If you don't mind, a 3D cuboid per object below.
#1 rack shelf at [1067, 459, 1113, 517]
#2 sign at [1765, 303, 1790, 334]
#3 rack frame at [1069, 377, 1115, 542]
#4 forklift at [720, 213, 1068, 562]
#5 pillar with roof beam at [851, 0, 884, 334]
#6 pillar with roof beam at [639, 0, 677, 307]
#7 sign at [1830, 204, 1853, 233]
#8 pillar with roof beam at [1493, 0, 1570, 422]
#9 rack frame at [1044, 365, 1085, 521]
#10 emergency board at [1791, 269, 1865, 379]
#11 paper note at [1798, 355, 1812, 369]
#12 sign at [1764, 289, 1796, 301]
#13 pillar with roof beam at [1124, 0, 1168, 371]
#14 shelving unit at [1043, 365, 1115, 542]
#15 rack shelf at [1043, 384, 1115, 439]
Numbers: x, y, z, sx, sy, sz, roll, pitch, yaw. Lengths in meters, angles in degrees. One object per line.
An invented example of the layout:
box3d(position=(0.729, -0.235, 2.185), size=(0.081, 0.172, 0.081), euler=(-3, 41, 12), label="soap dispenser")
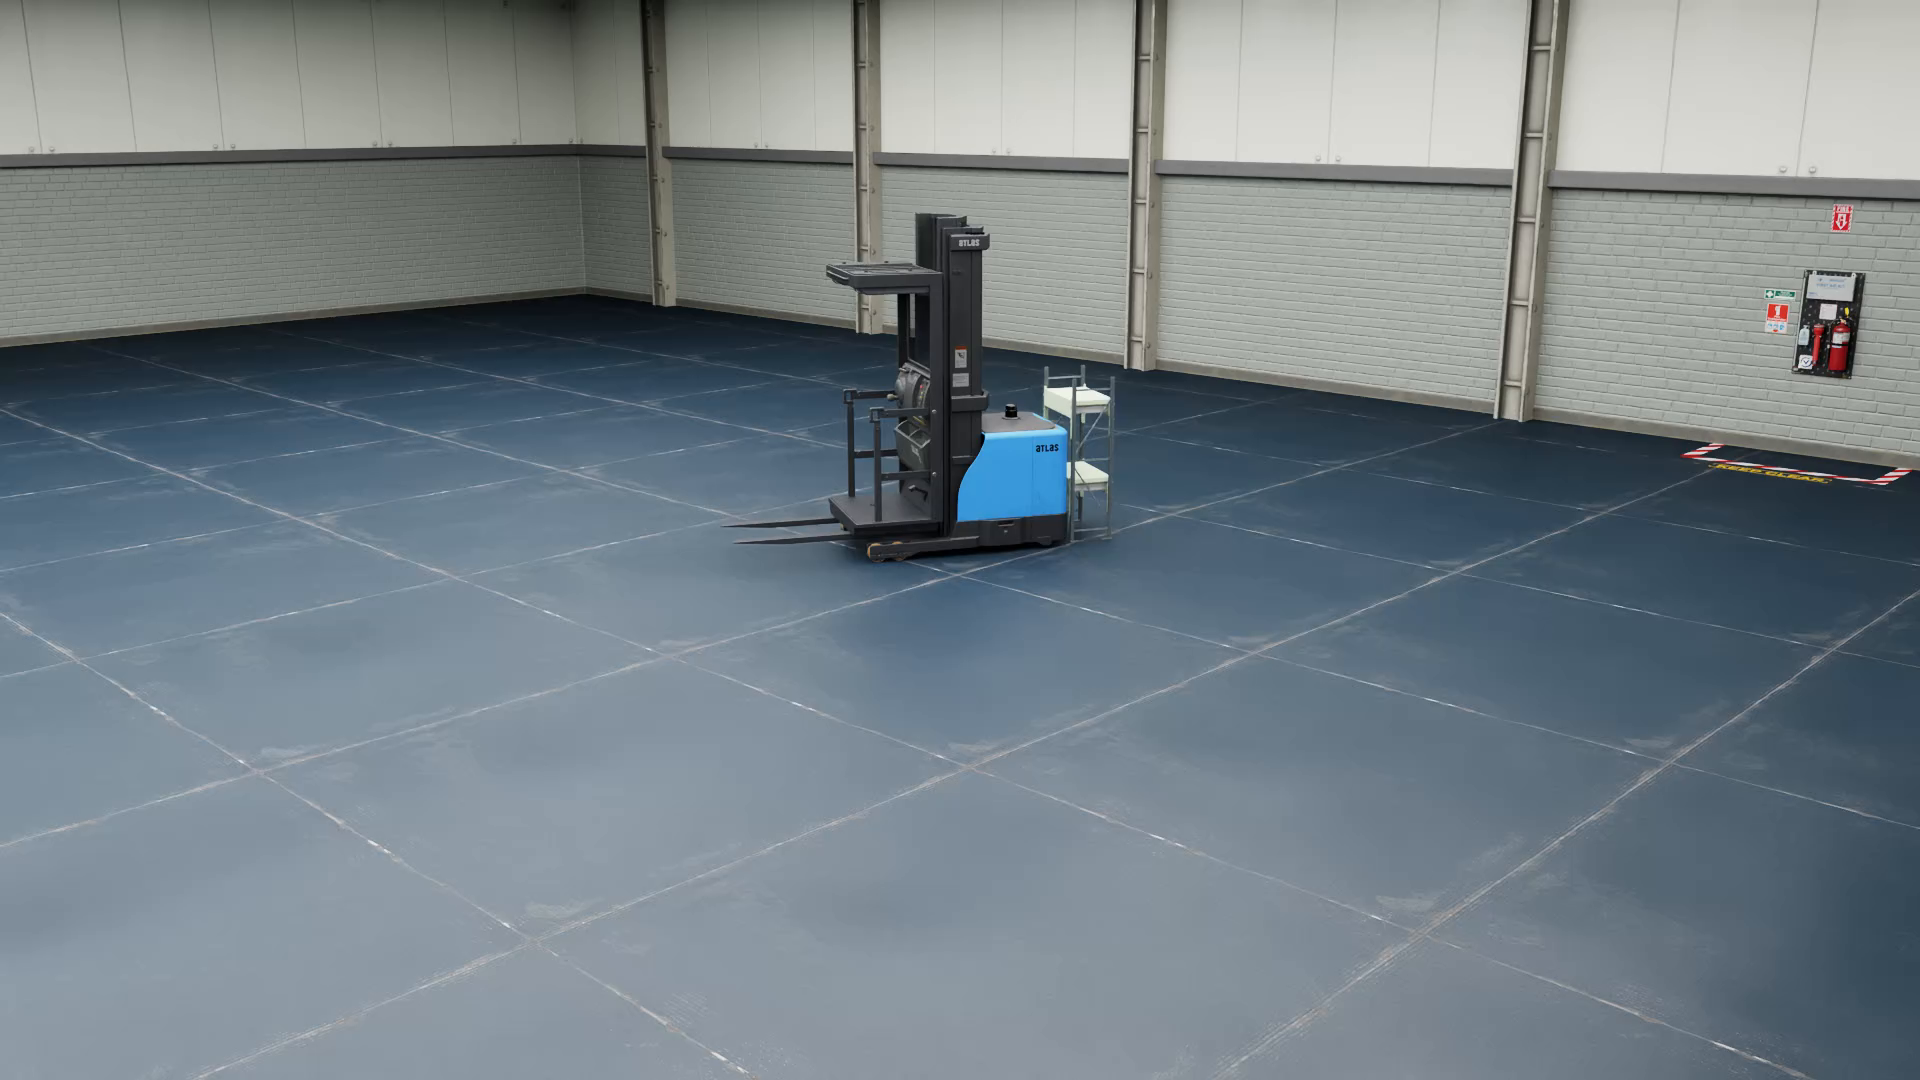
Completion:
box3d(position=(1.087, -0.494, 15.464), size=(0.431, 0.370, 0.720), euler=(-4, 15, -17), label="rack shelf")
box3d(position=(9.293, -2.523, 18.913), size=(0.234, 0.329, 0.001), euler=(14, 20, 42), label="sign")
box3d(position=(1.194, -0.721, 15.043), size=(0.400, 1.500, 0.023), euler=(-4, 15, -17), label="rack frame")
box3d(position=(-0.603, -1.372, 14.701), size=(3.031, 2.935, 1.130), euler=(-4, 15, -17), label="forklift")
box3d(position=(-4.574, -7.223, 25.123), size=(0.400, 9.000, 9.100), euler=(14, 20, 42), label="pillar with roof beam")
box3d(position=(-8.893, -8.273, 29.153), size=(0.400, 9.000, 9.100), euler=(14, 20, 42), label="pillar with roof beam")
box3d(position=(9.683, -3.532, 18.257), size=(0.199, 0.298, 0.001), euler=(14, 20, 42), label="sign")
box3d(position=(4.064, -5.123, 17.063), size=(0.400, 9.000, 9.100), euler=(14, 20, 42), label="pillar with roof beam")
box3d(position=(0.979, -0.897, 15.720), size=(0.400, 1.500, 0.023), euler=(-4, 15, -17), label="rack frame")
box3d(position=(9.619, -2.390, 18.474), size=(0.643, 1.169, 0.194), euler=(14, 20, 42), label="emergency board")
box3d(position=(9.540, -2.007, 18.753), size=(0.142, 0.148, 0.016), euler=(14, 20, 42), label="paper note")
box3d(position=(9.290, -2.777, 18.837), size=(0.331, 0.109, 0.001), euler=(14, 20, 42), label="sign")
box3d(position=(-0.255, -6.173, 21.093), size=(0.400, 9.000, 9.100), euler=(14, 20, 42), label="pillar with roof beam")
box3d(position=(1.087, -0.809, 15.381), size=(0.431, 1.500, 0.755), euler=(-4, 15, -17), label="shelving unit")
box3d(position=(1.087, -1.187, 15.283), size=(0.431, 0.370, 0.720), euler=(-4, 15, -17), label="rack shelf")
